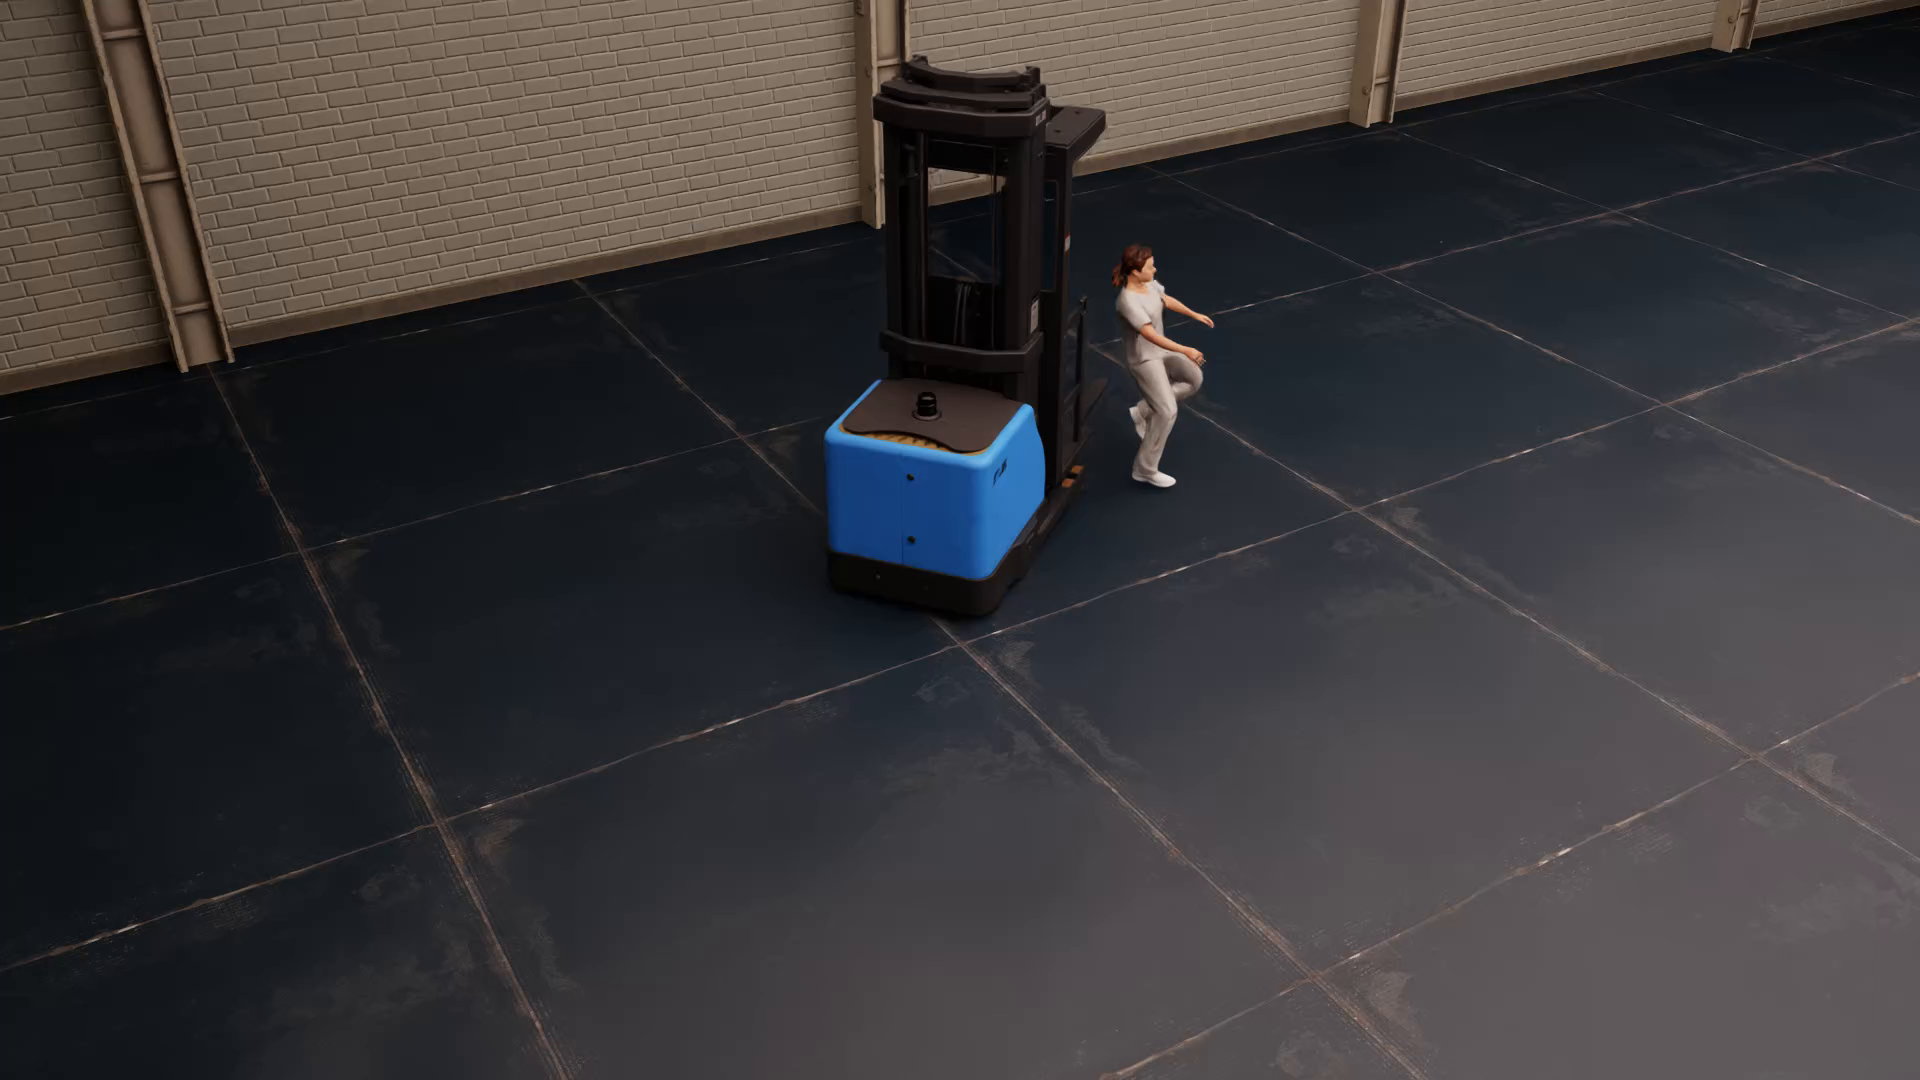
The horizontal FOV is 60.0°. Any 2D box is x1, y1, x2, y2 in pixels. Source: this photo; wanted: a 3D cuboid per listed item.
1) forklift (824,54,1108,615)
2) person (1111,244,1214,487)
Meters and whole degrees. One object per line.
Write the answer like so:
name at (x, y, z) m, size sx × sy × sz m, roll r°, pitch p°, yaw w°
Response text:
forklift at (0.210, -1.565, 10.261) m, size 1.130 × 2.935 × 3.031 m, roll 11°, pitch 33°, yaw 18°
person at (1.317, -1.193, 10.935) m, size 0.736 × 1.524 × 0.716 m, roll 11°, pitch 32°, yaw 17°
